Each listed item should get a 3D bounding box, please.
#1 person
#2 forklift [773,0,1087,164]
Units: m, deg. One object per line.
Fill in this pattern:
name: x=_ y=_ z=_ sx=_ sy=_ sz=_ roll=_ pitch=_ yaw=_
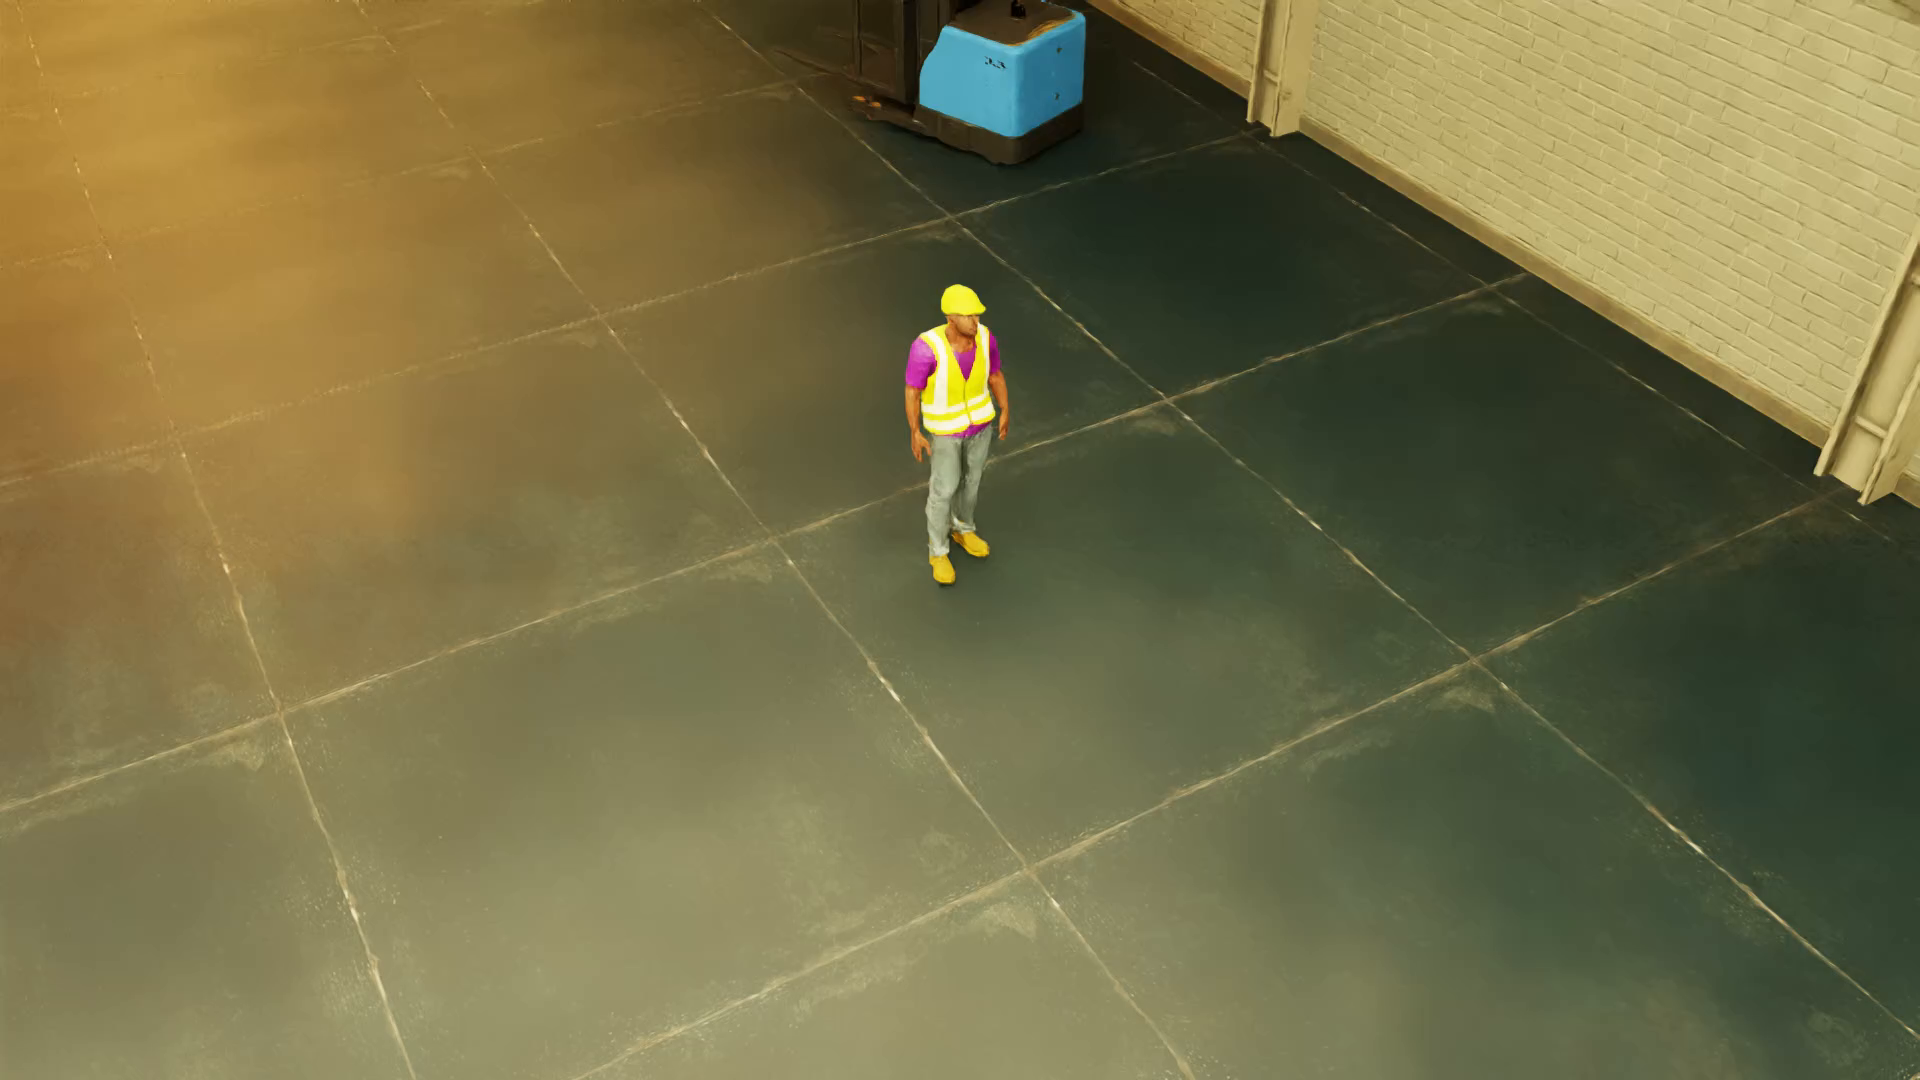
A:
person: x=0.030 y=-0.645 z=9.715 sx=0.665 sy=1.766 sz=0.576 roll=-20 pitch=44 yaw=-23
forklift: x=-0.373 y=-5.097 z=14.181 sx=3.031 sy=2.935 sz=1.130 roll=28 pitch=47 yaw=30
